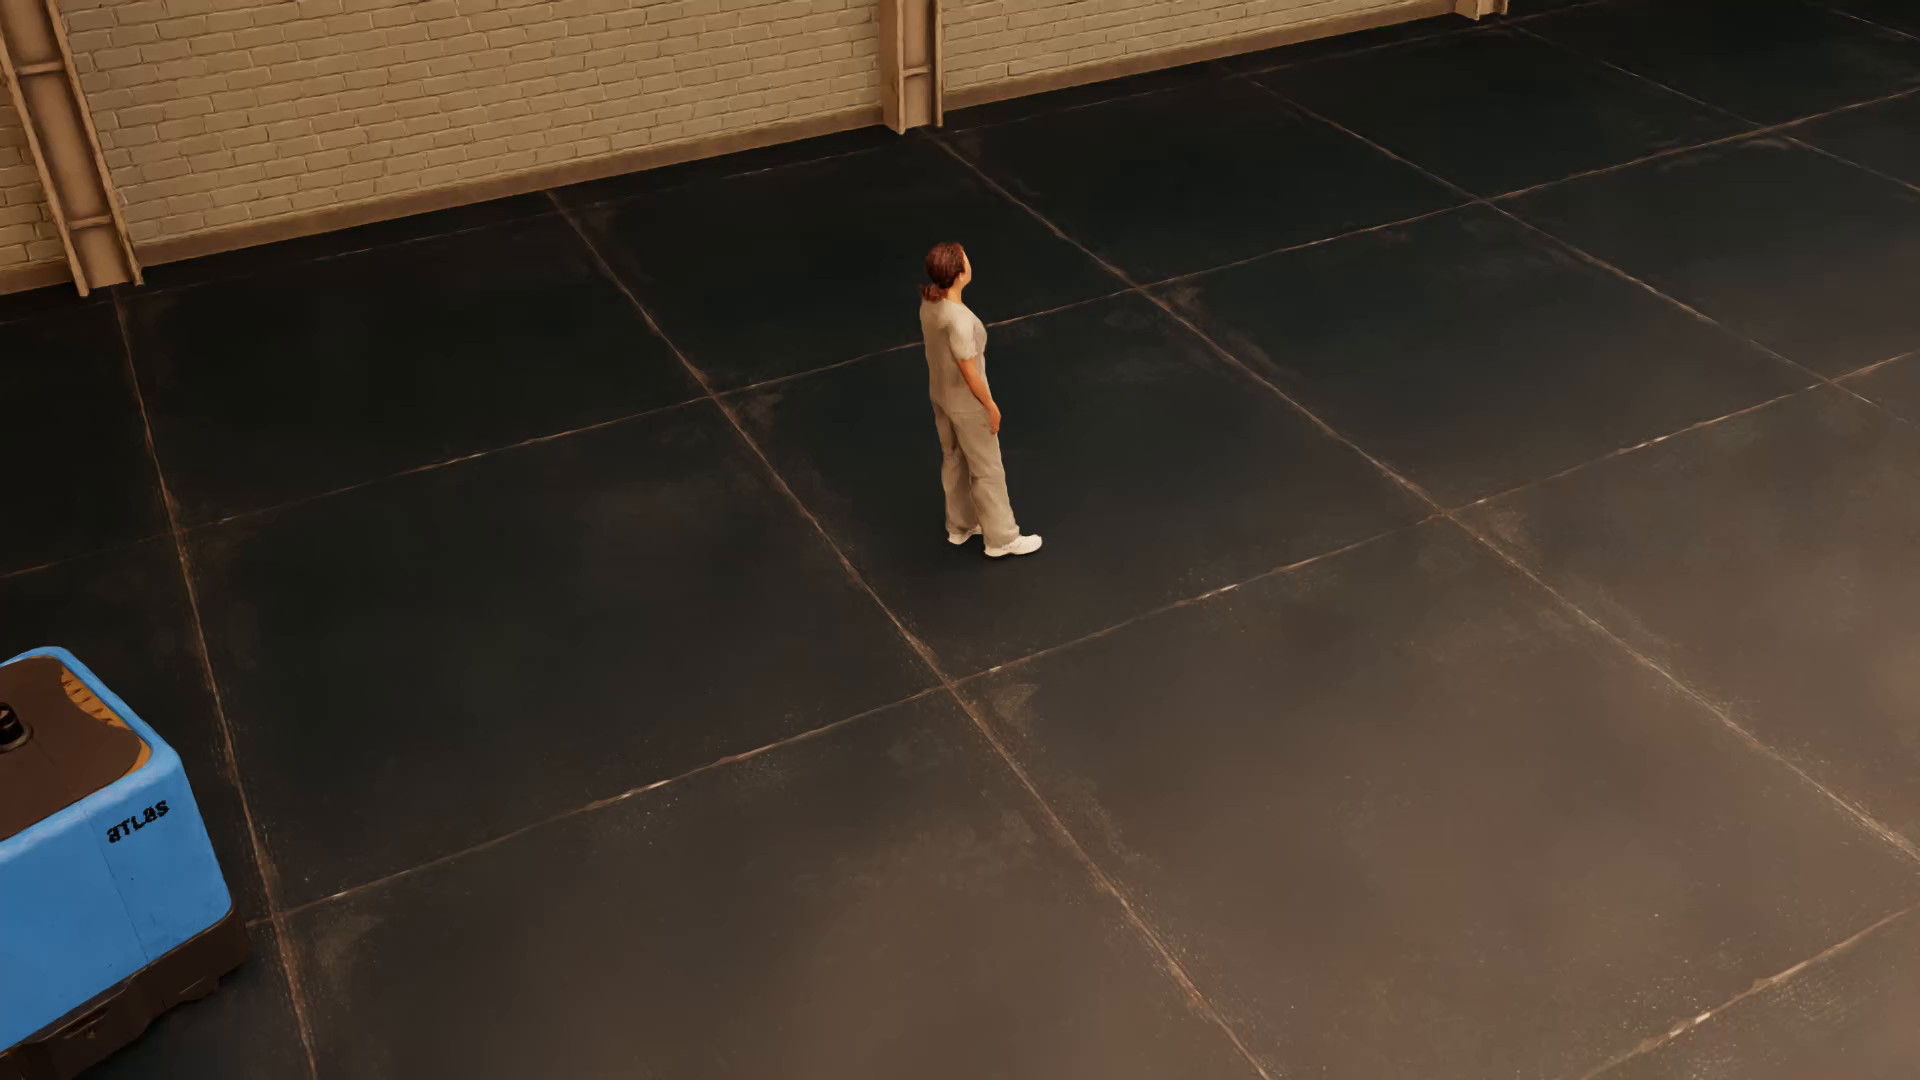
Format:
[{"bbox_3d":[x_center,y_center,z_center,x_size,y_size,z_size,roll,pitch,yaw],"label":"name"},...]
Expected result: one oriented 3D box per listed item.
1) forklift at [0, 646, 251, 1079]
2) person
[{"bbox_3d":[-4.058,0.872,4.890,1.130,2.935,3.031,27,44,33],"label":"forklift"},{"bbox_3d":[0.071,-0.703,8.193,0.548,1.674,0.550,-17,39,-23],"label":"person"}]
